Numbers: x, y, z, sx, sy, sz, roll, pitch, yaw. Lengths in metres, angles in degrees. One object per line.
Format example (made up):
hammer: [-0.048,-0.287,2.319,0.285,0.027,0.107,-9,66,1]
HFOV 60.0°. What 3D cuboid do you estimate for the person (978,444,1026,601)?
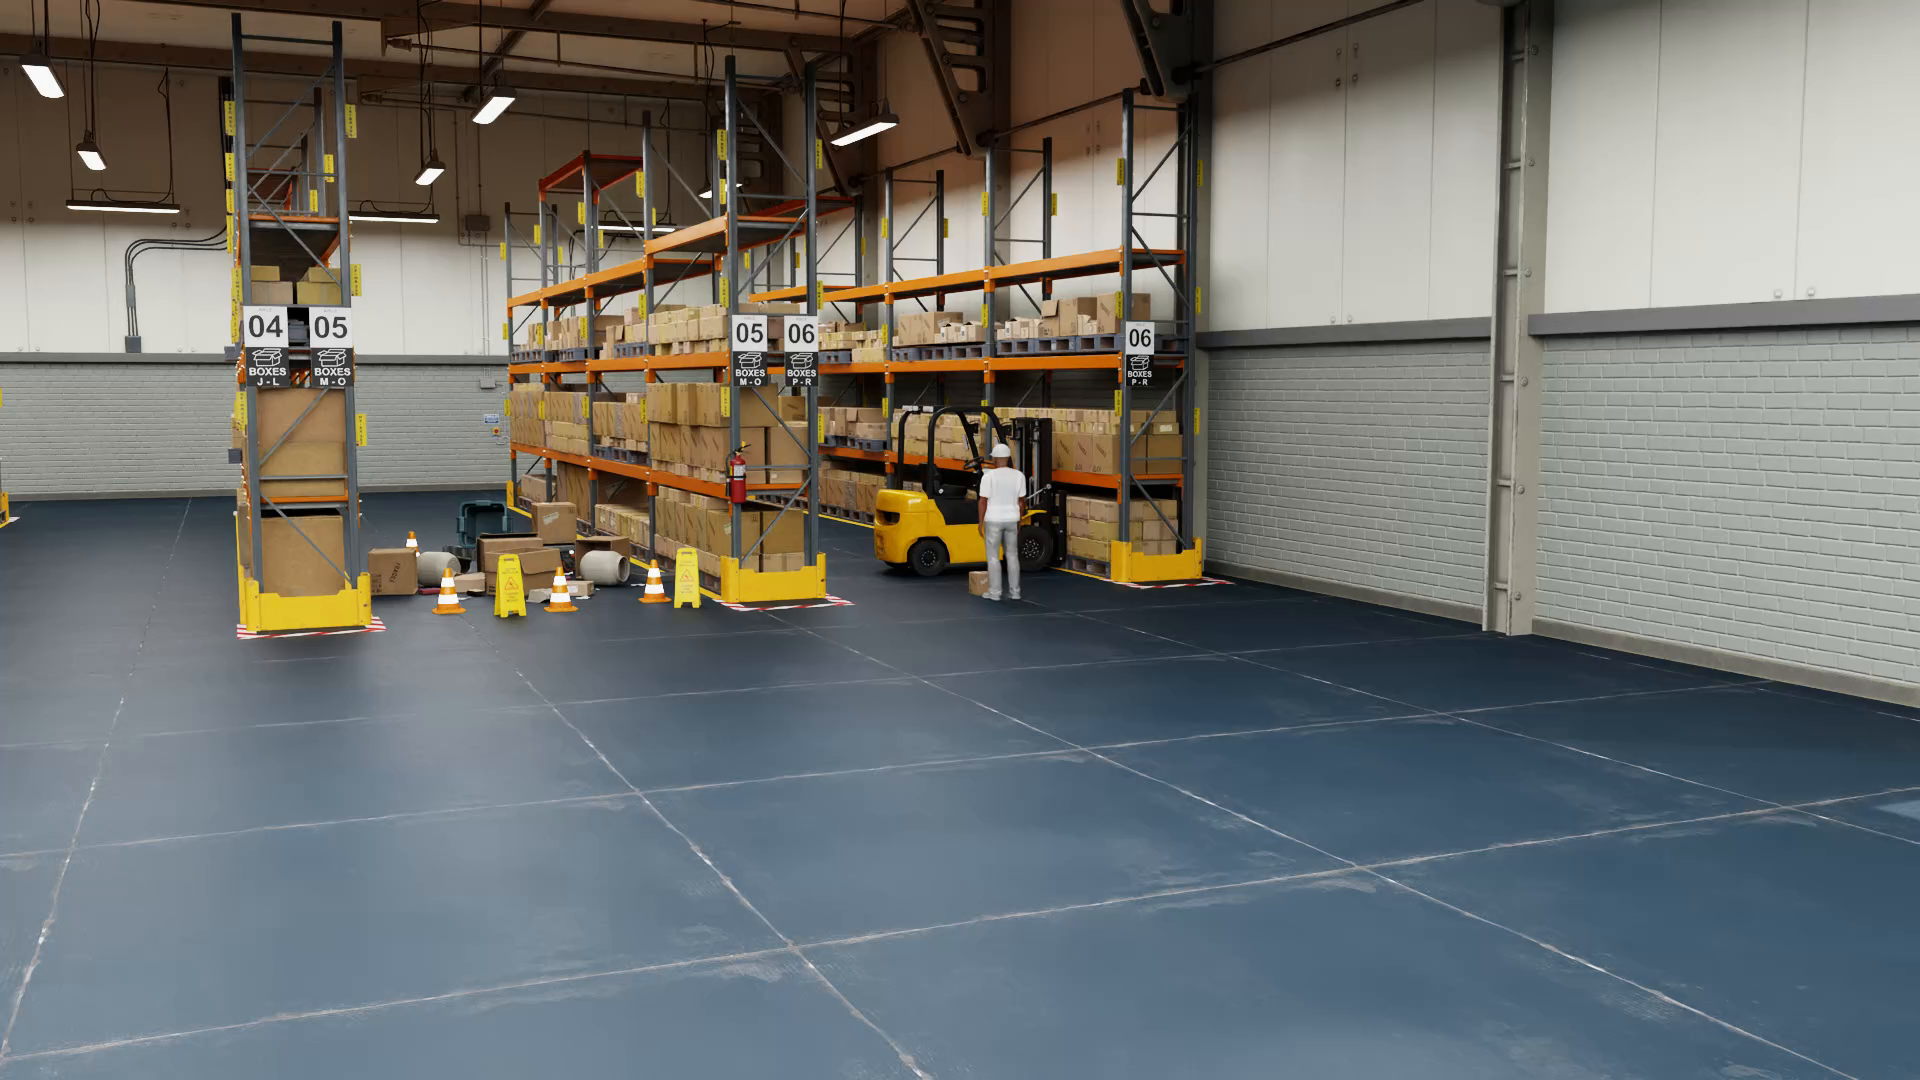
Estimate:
person: [0.461,-0.201,18.838,0.563,1.767,0.351,-2,6,-23]
